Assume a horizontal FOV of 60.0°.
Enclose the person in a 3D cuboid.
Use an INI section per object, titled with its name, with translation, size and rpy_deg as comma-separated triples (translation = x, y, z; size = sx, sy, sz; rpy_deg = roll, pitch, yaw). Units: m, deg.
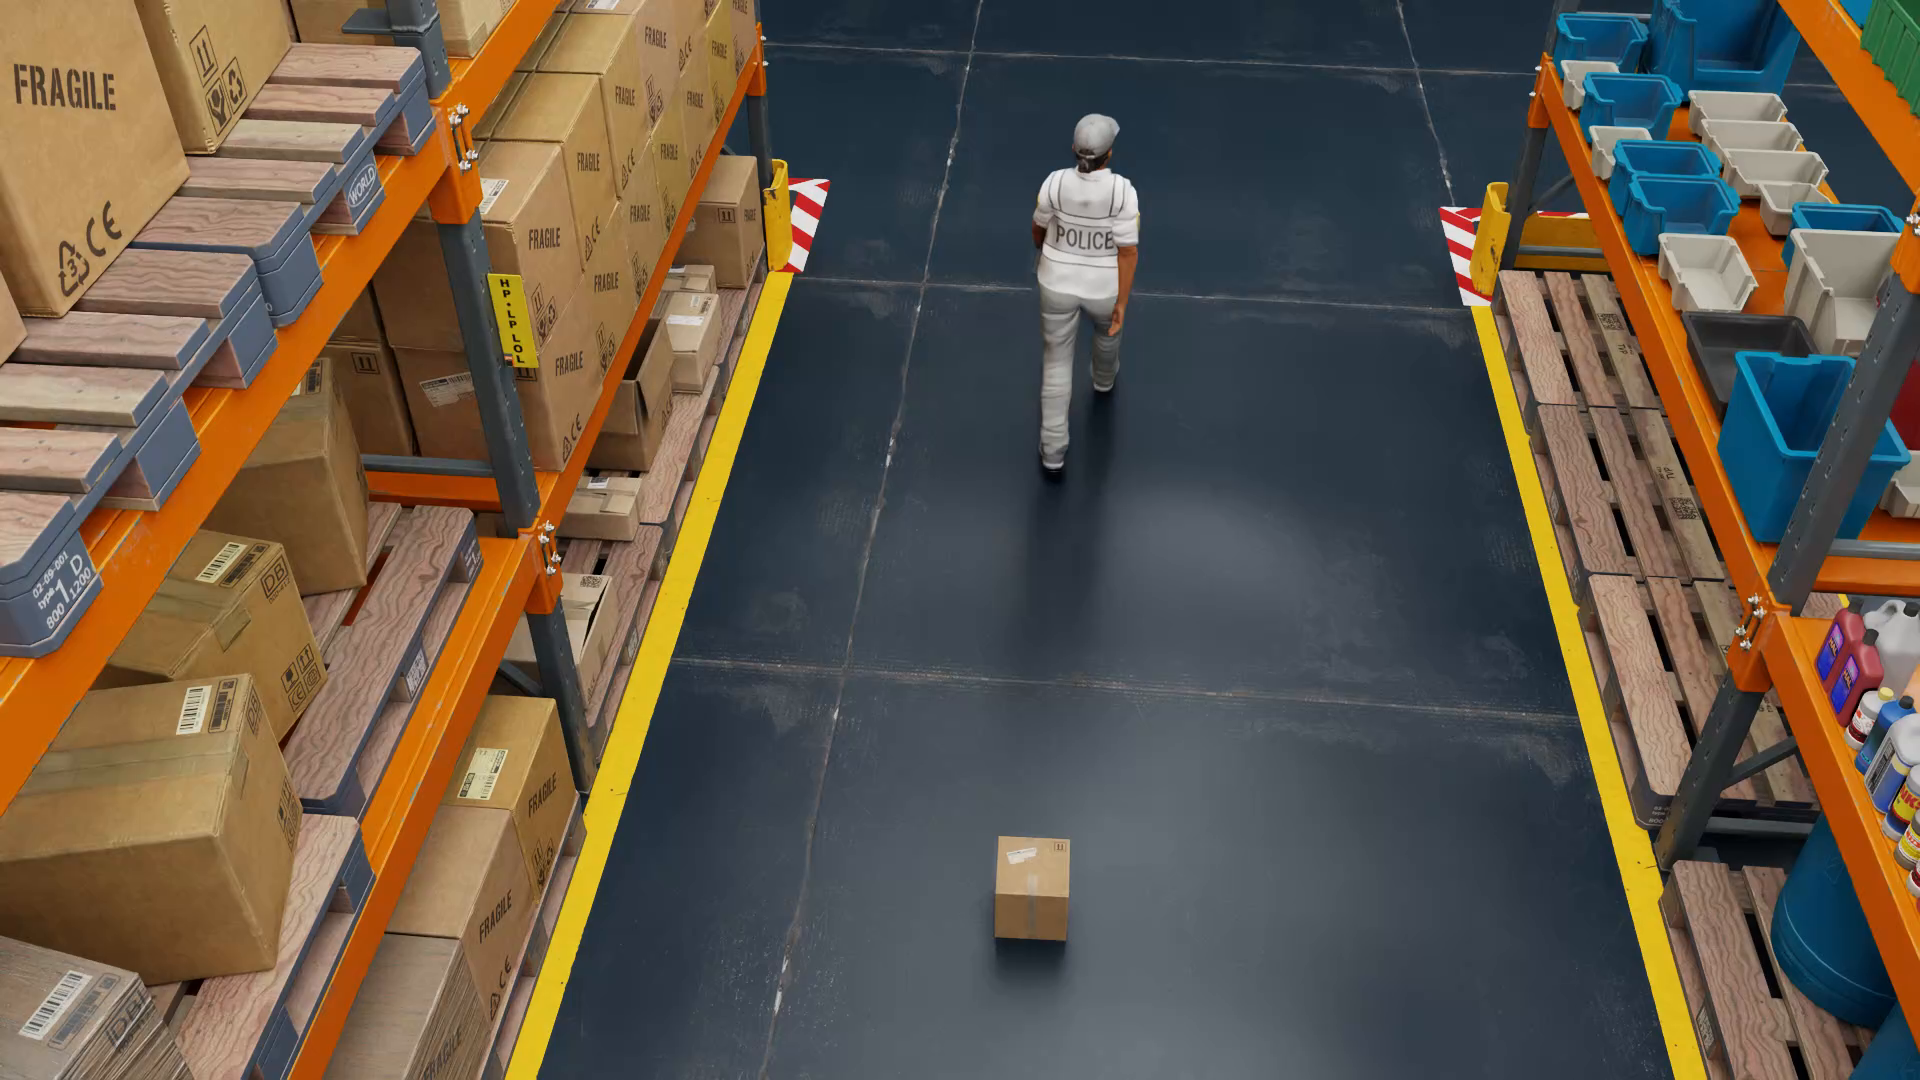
[person]
translation = 0.559, -1.217, 7.575
size = 0.486, 1.599, 1.017
rpy_deg = 4, 41, 5
